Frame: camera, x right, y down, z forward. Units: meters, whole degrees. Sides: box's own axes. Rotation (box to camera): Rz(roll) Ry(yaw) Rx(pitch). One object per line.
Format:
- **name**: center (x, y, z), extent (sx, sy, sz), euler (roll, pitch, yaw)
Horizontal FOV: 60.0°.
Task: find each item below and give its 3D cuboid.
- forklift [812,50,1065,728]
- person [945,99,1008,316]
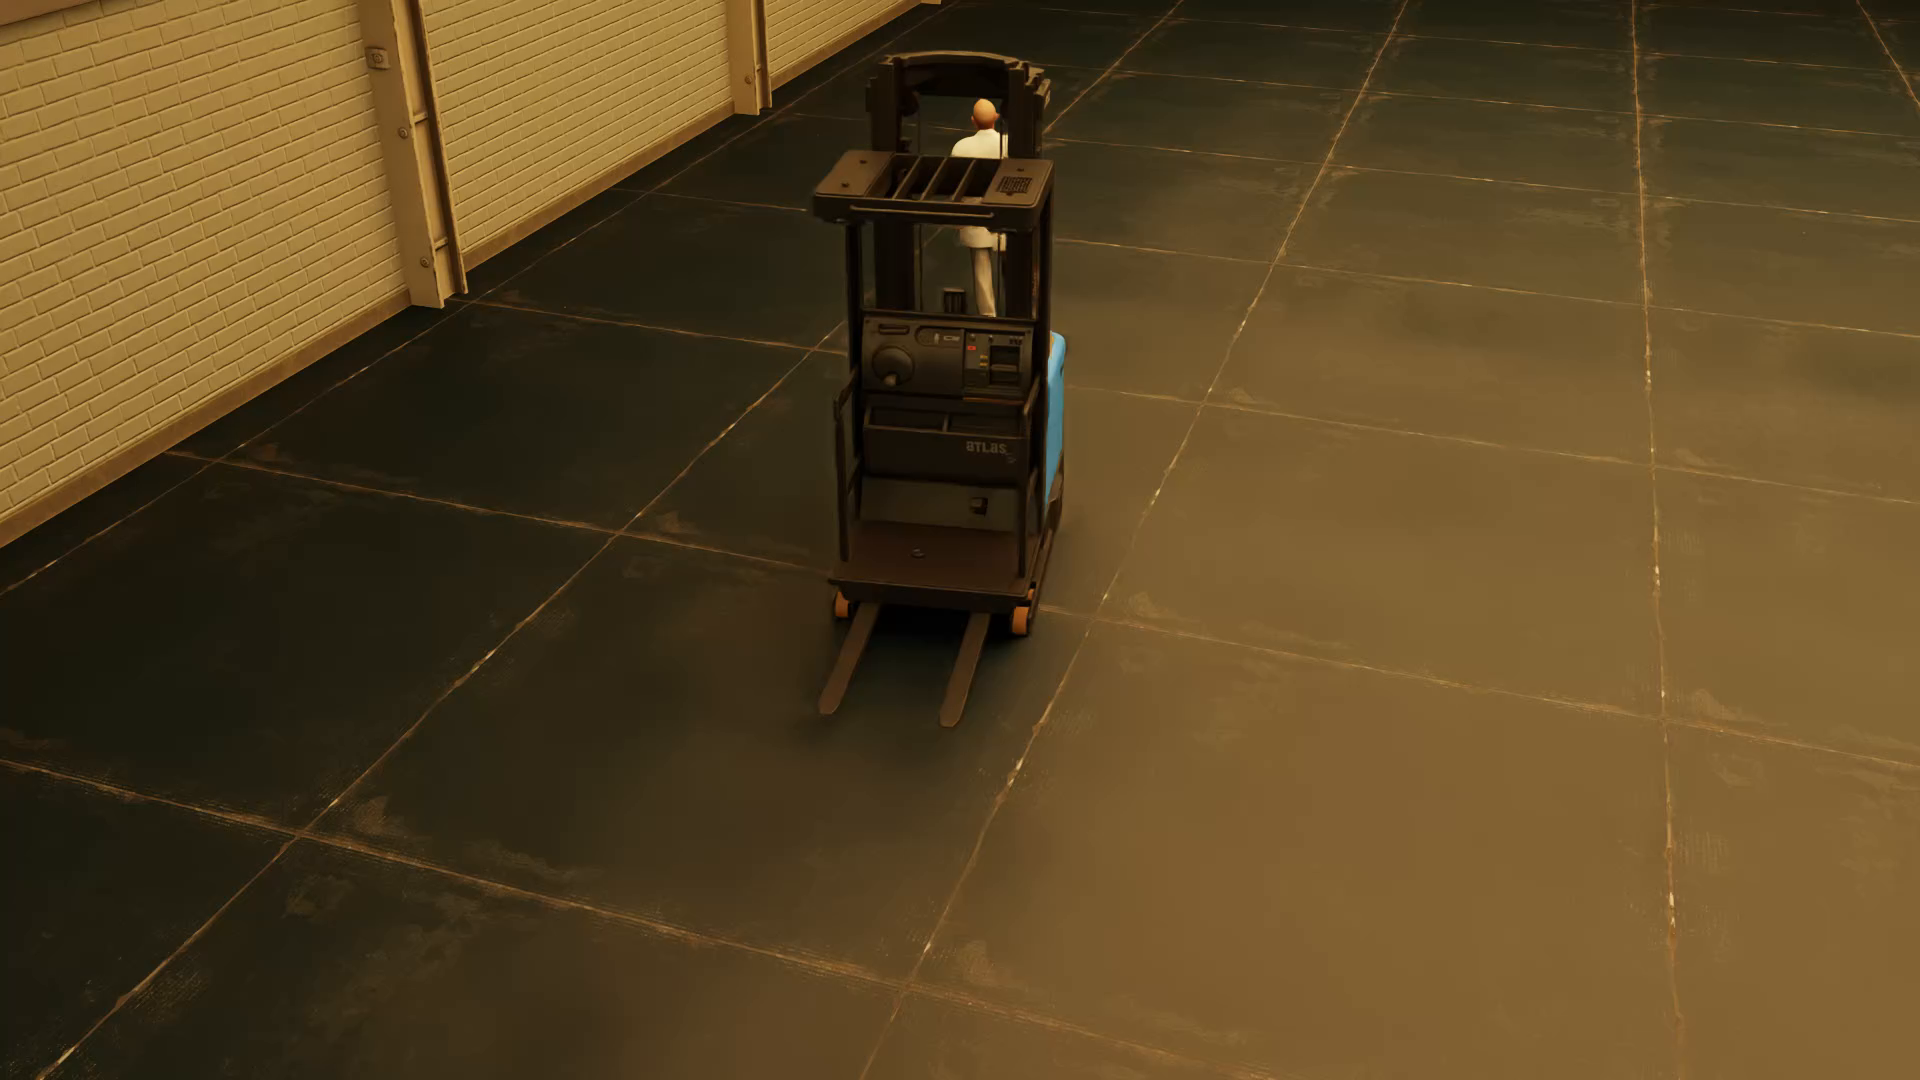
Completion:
- **forklift**: center (-0.105, -0.939, 8.785), extent (1.130, 2.935, 3.031), euler (5, 30, 9)
- **person**: center (0.233, -2.513, 12.695), extent (0.694, 1.775, 0.581), euler (3, 30, 5)
